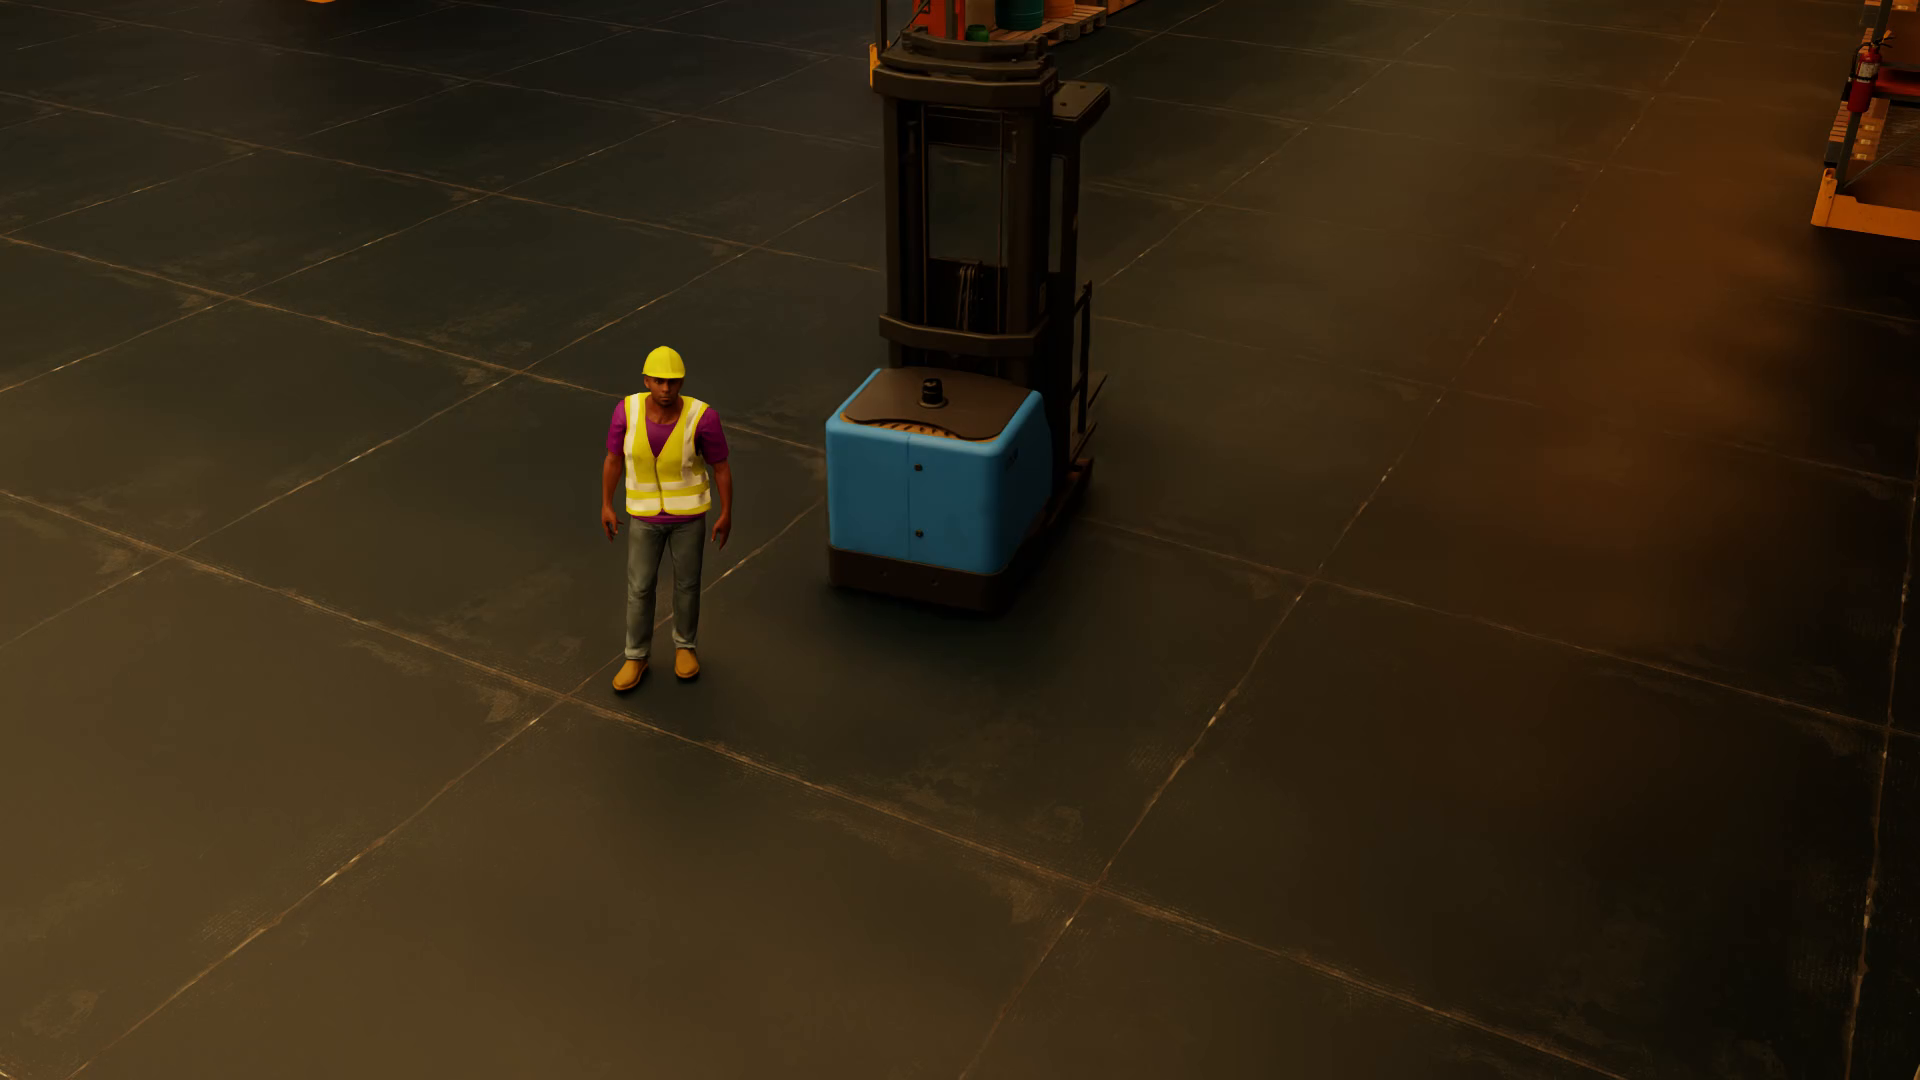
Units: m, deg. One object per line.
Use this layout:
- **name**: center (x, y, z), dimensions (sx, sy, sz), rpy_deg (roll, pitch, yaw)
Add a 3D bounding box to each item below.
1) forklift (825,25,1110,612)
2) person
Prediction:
- **forklift**: center (0.211, -1.594, 9.832), dimensions (1.130, 2.935, 3.031), rpy_deg (10, 31, 16)
- **person**: center (-1.487, -0.105, 8.404), dimensions (0.667, 1.766, 0.575), rpy_deg (0, 30, 0)
